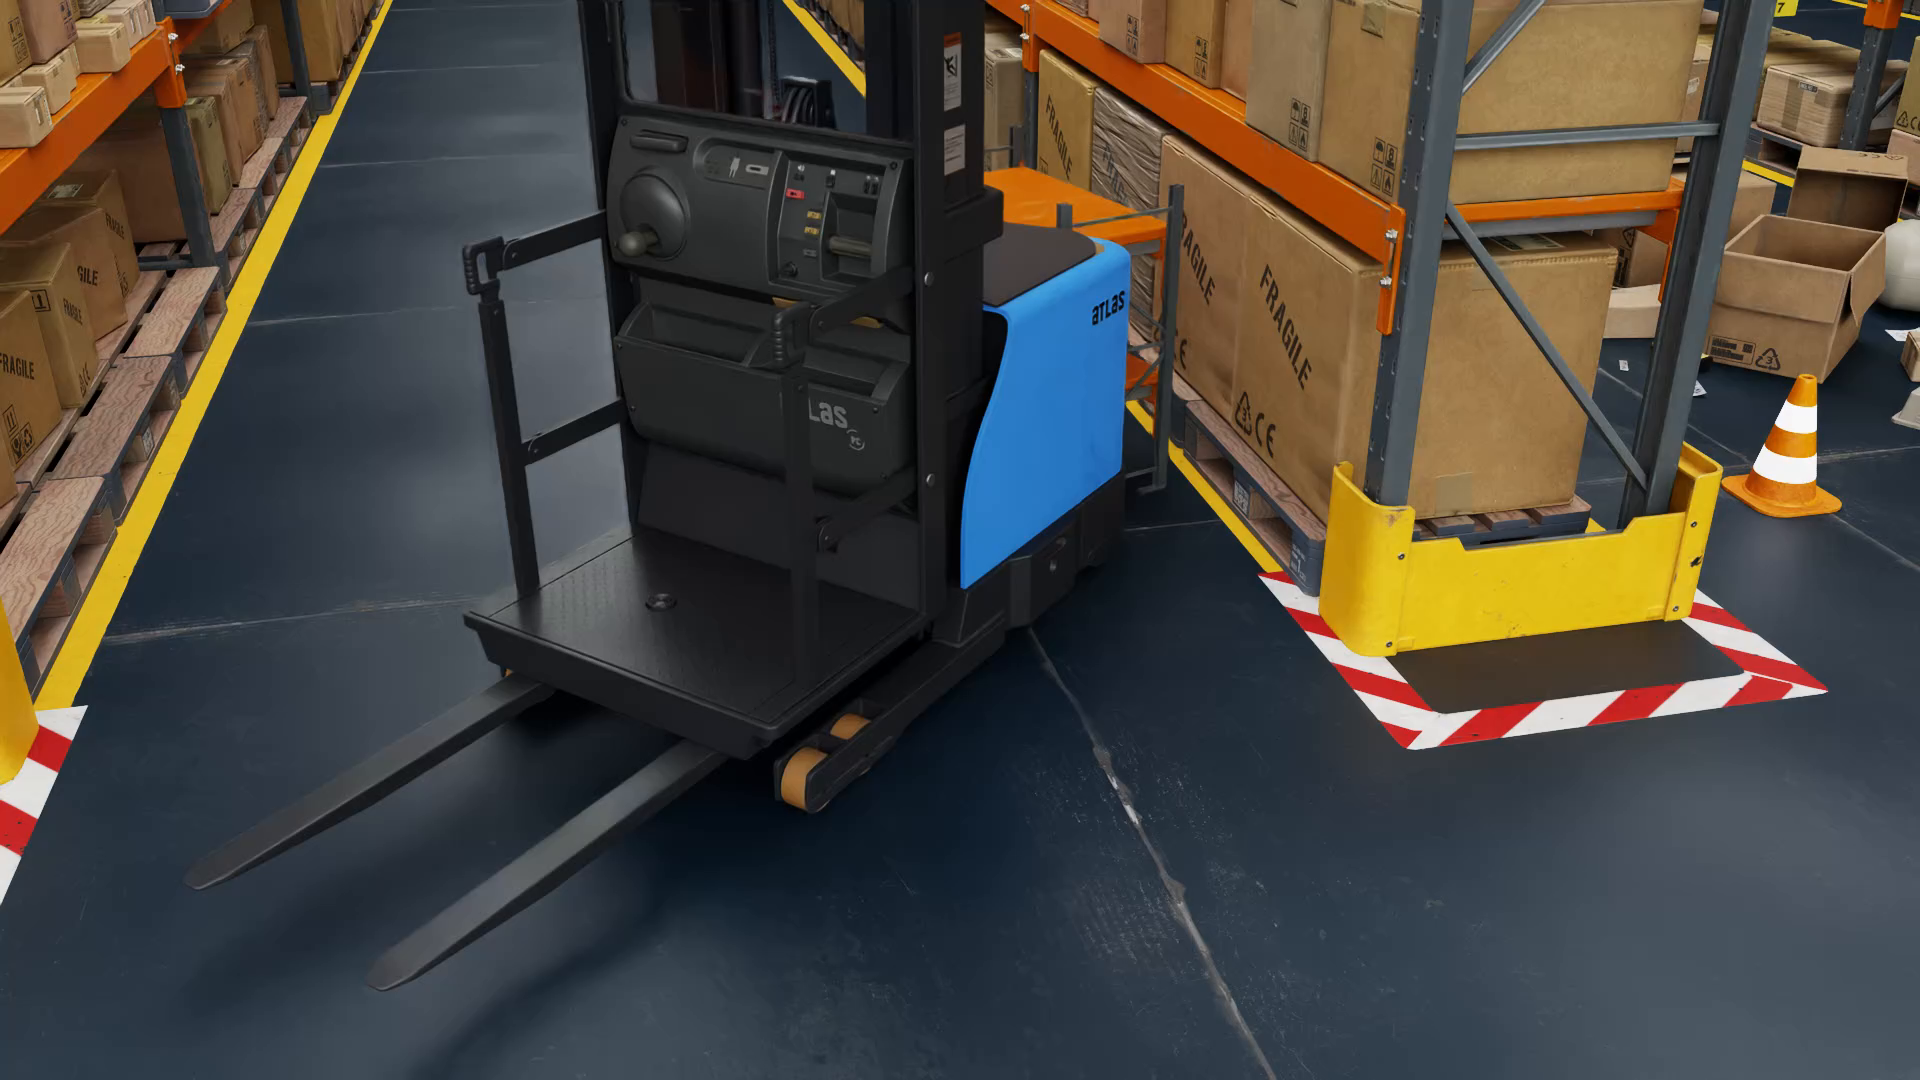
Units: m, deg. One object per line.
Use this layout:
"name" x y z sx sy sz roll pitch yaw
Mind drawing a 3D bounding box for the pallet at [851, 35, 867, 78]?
"pallet" -0.248 -3.733 12.912 1.003 0.211 1.213 -6 27 -12

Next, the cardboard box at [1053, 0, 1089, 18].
"cardboard box" 0.923 -2.785 7.773 0.875 0.550 0.550 -6 27 -12

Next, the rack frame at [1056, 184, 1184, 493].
"rack frame" 0.538 -0.647 5.783 0.500 1.125 0.032 -15 30 -27

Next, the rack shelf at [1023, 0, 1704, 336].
"rack shelf" 1.279 -1.680 6.548 1.077 0.370 4.000 -6 27 -12

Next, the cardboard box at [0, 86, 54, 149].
"cardboard box" -3.201 -1.369 5.413 0.380 0.149 0.250 -6 27 -12

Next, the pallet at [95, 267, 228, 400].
"pallet" -3.841 -0.884 7.266 1.003 0.211 1.213 -6 27 -12

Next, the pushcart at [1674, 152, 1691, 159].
"pushcart" 3.418 -2.002 9.297 1.648 0.377 0.936 -16 31 -29

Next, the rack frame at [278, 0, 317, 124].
"rack frame" -4.929 -4.176 10.694 1.000 3.000 0.127 -6 27 -12

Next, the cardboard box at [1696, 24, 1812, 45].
"cardboard box" 5.183 -3.291 11.391 0.950 0.372 0.625 -5 27 -10

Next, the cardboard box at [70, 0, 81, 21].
"cardboard box" -3.908 -2.170 6.280 0.875 0.500 0.500 -6 27 -12

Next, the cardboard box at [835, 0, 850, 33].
"cardboard box" -0.725 -4.428 13.501 0.500 0.500 0.500 -7 28 -14

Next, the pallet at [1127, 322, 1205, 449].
"pallet" 1.202 -0.756 7.013 1.003 0.211 1.213 -6 27 -12

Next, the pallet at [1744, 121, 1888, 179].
"pallet" 5.451 -2.523 10.514 1.003 0.211 1.213 -6 27 -12

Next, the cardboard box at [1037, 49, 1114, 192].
"cardboard box" 0.901 -1.835 7.948 0.875 0.875 0.875 -6 27 -11

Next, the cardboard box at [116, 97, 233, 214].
"cardboard box" -4.234 -1.983 8.636 0.700 0.500 0.500 -6 27 -12

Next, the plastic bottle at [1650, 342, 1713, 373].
"plastic bottle" 3.130 -0.805 7.278 0.133 0.061 0.283 -16 31 -29

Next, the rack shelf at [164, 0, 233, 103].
"rack shelf" -4.478 -2.977 9.117 1.077 0.370 4.000 -6 27 -12

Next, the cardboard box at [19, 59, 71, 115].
"cardboard box" -3.369 -1.583 5.836 0.380 0.149 0.250 -6 27 -12

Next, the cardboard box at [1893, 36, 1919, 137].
"cardboard box" 5.498 -2.434 8.997 0.500 0.500 0.500 -5 27 -9

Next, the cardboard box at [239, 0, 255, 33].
"cardboard box" -4.748 -3.300 10.413 0.500 0.250 0.500 -5 27 -9

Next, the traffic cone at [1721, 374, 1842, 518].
"traffic cone" 2.993 -0.368 5.965 0.336 0.463 0.334 -6 27 -12

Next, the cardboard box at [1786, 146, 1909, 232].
"cardboard box" 4.544 -1.703 8.566 0.500 0.500 0.500 13 30 24

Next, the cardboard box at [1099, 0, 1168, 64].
"cardboard box" 1.076 -2.297 6.806 0.875 0.550 0.550 -6 27 -12

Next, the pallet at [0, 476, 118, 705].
"pallet" -3.292 0.188 5.144 1.003 0.211 1.213 -6 27 -12

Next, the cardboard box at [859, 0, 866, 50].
"cardboard box" -0.477 -3.969 12.592 0.500 0.500 0.500 -6 27 -12

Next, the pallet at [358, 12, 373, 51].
"pallet" -5.583 -4.356 14.146 1.003 0.211 1.213 -6 27 -12

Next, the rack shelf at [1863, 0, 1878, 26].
"rack shelf" 5.177 -3.983 11.110 1.077 0.370 4.000 -6 27 -12

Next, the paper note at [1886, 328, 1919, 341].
"paper note" 4.332 -0.940 7.592 0.148 0.019 0.142 3 27 6

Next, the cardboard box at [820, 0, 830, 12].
"cardboard box" -0.946 -4.879 14.396 0.500 0.500 0.500 -5 27 -9

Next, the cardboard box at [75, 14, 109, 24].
"cardboard box" -3.647 -2.016 6.695 0.380 0.149 0.250 -6 27 -12

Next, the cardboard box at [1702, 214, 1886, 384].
"cardboard box" 3.667 -1.070 7.311 0.637 0.503 0.797 19 32 32

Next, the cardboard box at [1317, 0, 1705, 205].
"cardboard box" 1.602 -1.348 4.926 0.875 0.550 0.550 -6 27 -12

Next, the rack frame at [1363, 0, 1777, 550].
"rack frame" 1.729 -1.123 4.646 1.000 3.000 0.127 -6 27 -12

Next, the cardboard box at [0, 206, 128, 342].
"cardboard box" -3.840 -1.061 6.831 0.500 0.500 0.500 2 27 5

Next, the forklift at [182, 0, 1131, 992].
"forklift" -0.660 -0.839 4.159 1.130 2.935 3.031 16 31 29

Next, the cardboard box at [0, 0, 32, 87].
"cardboard box" -3.624 -1.737 5.422 0.875 0.500 0.500 -6 27 -12

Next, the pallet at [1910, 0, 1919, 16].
"pallet" 9.430 -4.774 14.975 1.003 0.211 1.213 -6 27 -12

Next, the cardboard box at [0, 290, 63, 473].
"cardboard box" -3.541 -0.547 5.812 0.500 0.500 0.500 -3 27 -7

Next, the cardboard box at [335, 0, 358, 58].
"cardboard box" -5.257 -4.112 12.459 1.225 0.875 0.875 -6 27 -11

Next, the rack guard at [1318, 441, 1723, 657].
"rack guard" 1.735 0.003 5.188 1.175 0.500 0.348 -6 27 -12

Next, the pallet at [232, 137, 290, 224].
"pallet" -4.483 -2.053 9.583 1.003 0.211 1.213 -6 27 -12

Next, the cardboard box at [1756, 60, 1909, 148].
"cardboard box" 5.507 -2.670 10.162 0.950 0.372 0.625 -6 27 -11

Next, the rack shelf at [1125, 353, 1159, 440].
"rack shelf" 0.279 -0.625 6.283 0.538 0.278 1.000 -15 30 -27

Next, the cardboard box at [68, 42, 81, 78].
"cardboard box" -3.555 -1.795 6.256 0.380 0.149 0.250 -6 27 -12

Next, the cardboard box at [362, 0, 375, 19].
"cardboard box" -5.666 -4.892 14.005 1.225 0.875 0.875 -6 27 -11

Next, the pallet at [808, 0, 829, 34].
"pallet" -0.798 -4.805 15.035 1.003 0.211 1.213 -6 27 -12

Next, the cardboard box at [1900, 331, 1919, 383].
"cardboard box" 4.266 -0.767 7.105 0.380 0.149 0.250 8 28 15

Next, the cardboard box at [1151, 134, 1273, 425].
"cardboard box" 1.312 -1.039 6.371 0.875 0.875 0.875 -6 27 -12

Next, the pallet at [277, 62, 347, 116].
"pallet" -5.033 -3.285 12.023 1.003 0.211 1.213 -6 27 -12

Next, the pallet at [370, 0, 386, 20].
"pallet" -5.925 -5.029 15.479 1.003 0.211 1.213 -6 27 -12

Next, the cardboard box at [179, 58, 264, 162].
"cardboard box" -4.486 -2.474 9.608 0.700 0.500 0.500 -4 27 -7

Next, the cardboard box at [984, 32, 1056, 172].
"cardboard box" 0.600 -2.326 9.059 1.050 0.750 0.750 -6 27 -12

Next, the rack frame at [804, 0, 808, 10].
"rack frame" -0.975 -6.391 15.083 1.000 3.000 0.127 -6 27 -12

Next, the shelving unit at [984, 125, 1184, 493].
"shelving unit" 0.279 -0.844 6.173 0.538 1.125 1.048 -15 30 -27

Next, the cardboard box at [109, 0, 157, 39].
"cardboard box" -3.692 -2.243 7.144 0.380 0.149 0.250 -6 27 -12

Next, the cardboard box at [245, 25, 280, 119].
"cardboard box" -4.758 -2.964 10.579 0.700 0.500 0.500 -7 28 -14

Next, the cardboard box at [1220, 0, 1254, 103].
"cardboard box" 1.453 -1.846 5.912 0.875 0.550 0.550 -6 27 -12

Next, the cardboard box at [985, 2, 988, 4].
"cardboard box" 0.176 -3.158 10.709 1.050 0.750 0.750 -6 27 -11
